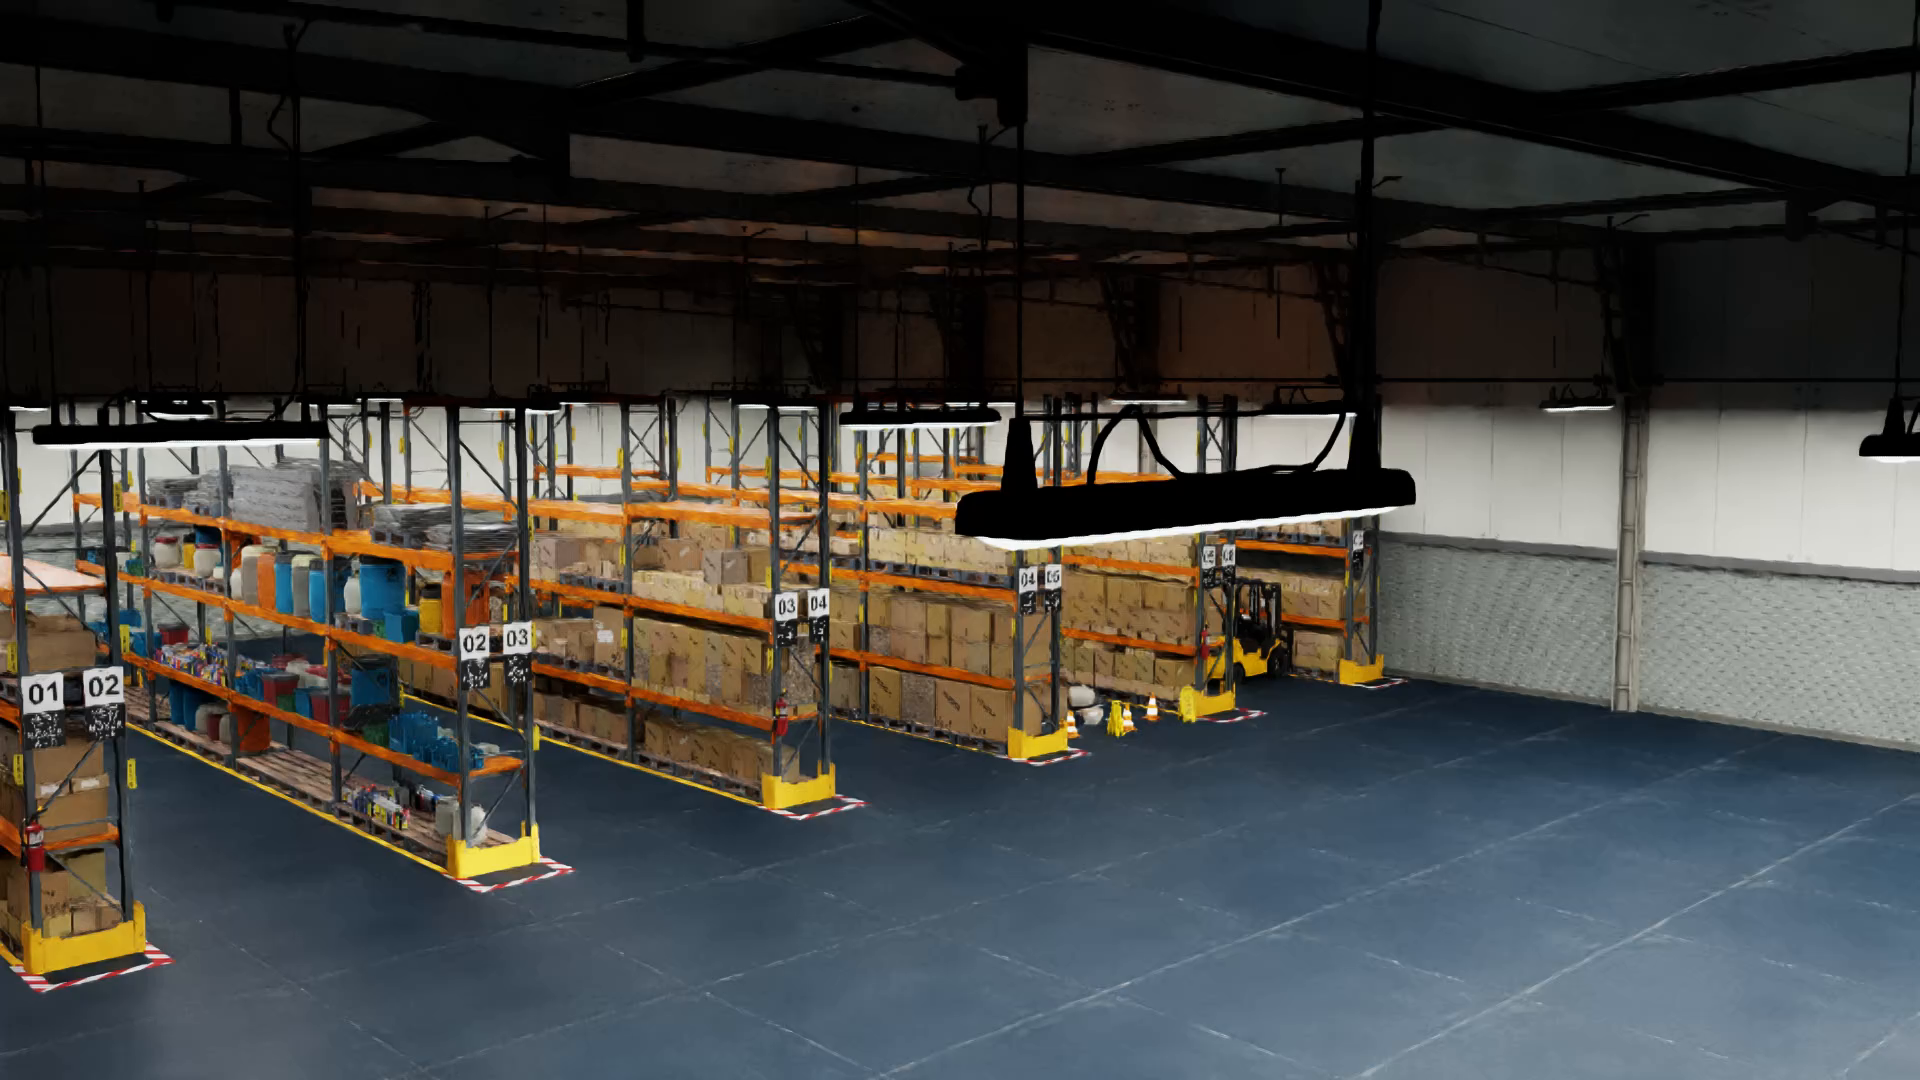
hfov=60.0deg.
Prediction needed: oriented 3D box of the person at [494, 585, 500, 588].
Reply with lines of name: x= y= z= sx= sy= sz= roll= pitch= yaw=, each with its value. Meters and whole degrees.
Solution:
person: x=-10.820 y=1.798 z=38.883 sx=0.420 sy=1.509 sz=1.037 roll=-5 pitch=7 yaw=-39
